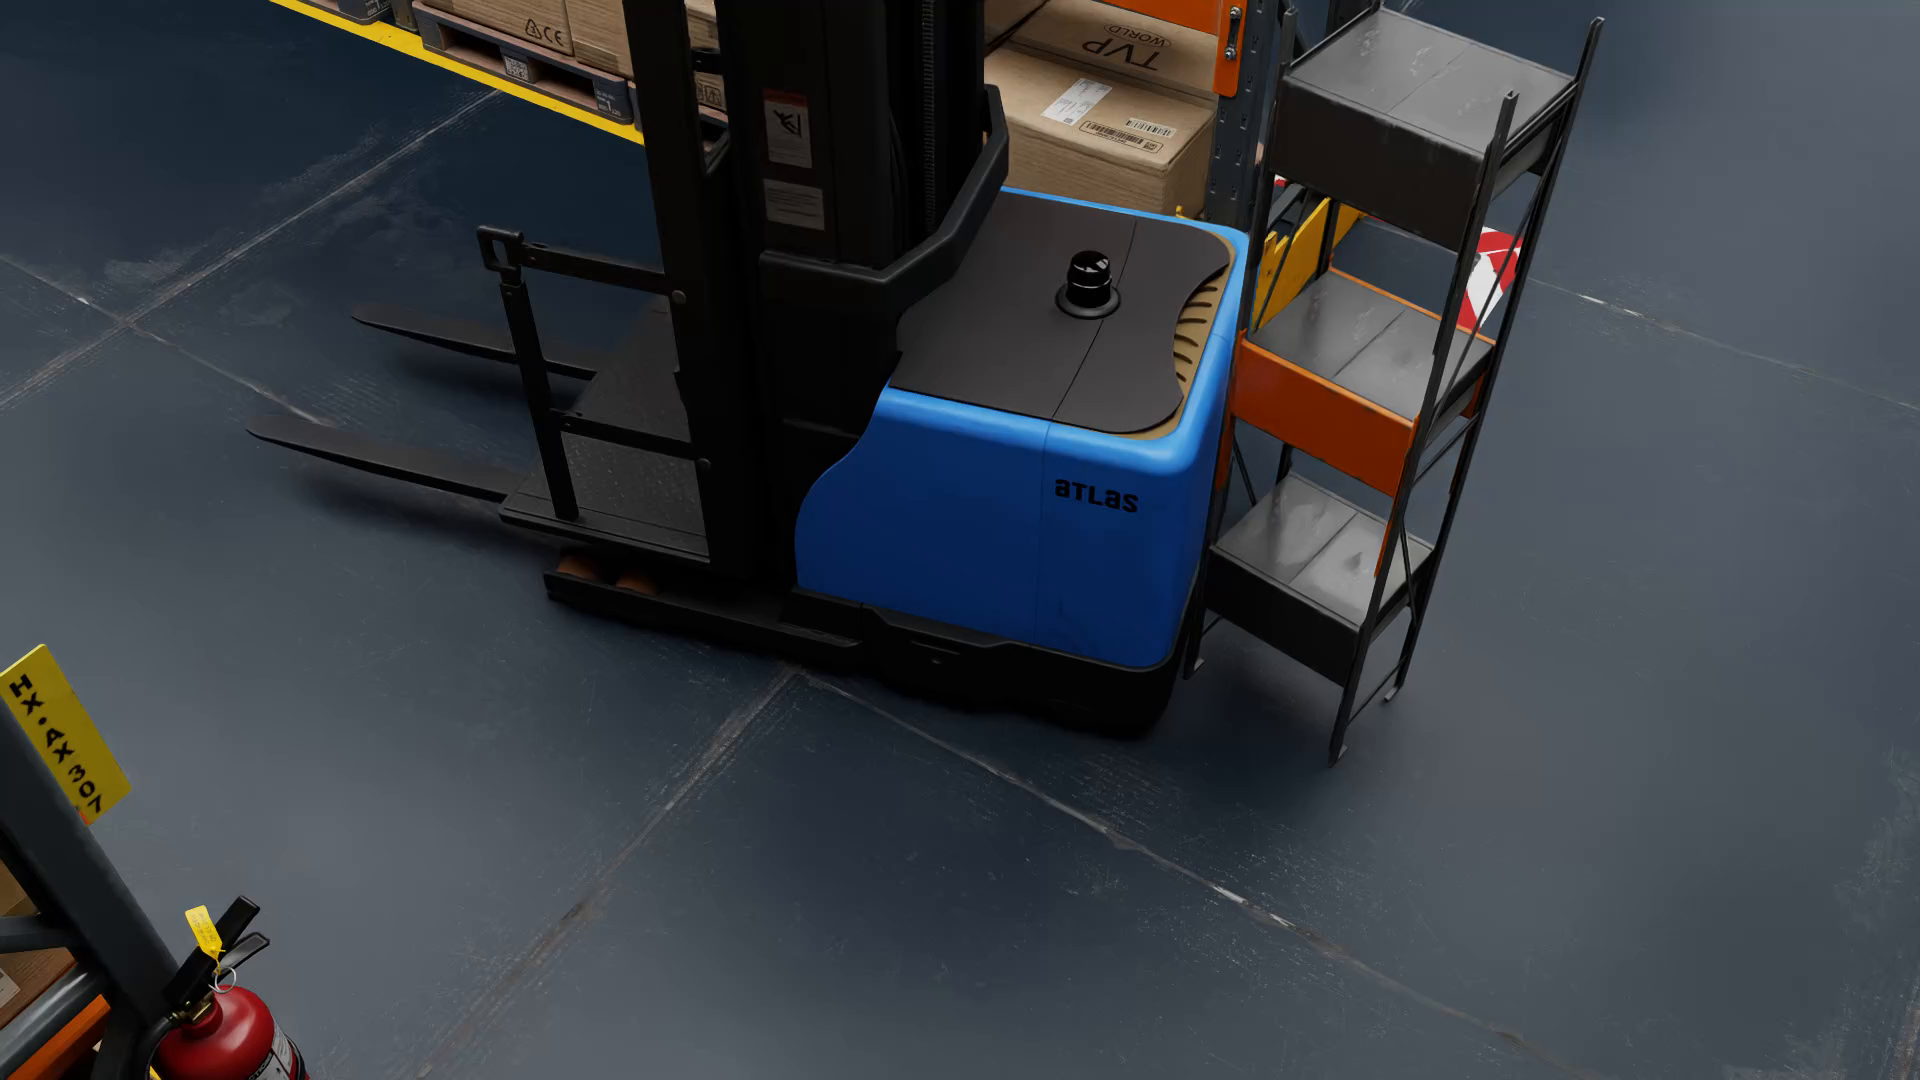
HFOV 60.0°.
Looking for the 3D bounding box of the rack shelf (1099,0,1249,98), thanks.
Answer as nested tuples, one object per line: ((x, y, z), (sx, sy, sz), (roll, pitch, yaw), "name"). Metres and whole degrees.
((-0.536, -2.613, 6.199), (4.000, 0.370, 1.077), (25, 51, 22), "rack shelf")

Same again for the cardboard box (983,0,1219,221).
((0.538, -1.538, 6.146), (0.875, 0.438, 0.875), (23, 50, 21), "cardboard box")

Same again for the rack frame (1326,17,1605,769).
((1.158, -0.208, 3.987), (0.015, 2.100, 0.400), (31, 53, 27), "rack frame")

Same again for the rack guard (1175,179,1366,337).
((1.167, -1.209, 6.076), (0.348, 0.500, 1.175), (25, 51, 22), "rack guard")

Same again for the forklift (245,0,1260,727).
((-0.732, -1.119, 4.293), (3.031, 2.935, 1.130), (13, 47, 12), "forklift")

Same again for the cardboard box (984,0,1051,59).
((-0.237, -1.887, 6.486), (0.875, 0.438, 0.875), (26, 51, 23), "cardboard box")

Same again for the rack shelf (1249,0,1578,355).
((0.974, -0.801, 3.606), (0.480, 0.518, 0.431), (31, 53, 27), "rack shelf")

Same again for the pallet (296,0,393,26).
((-2.910, -2.919, 7.939), (1.213, 0.211, 1.003), (25, 51, 22), "pallet")

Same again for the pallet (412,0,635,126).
((-1.622, -2.324, 7.361), (1.213, 0.211, 1.003), (25, 51, 22), "pallet")

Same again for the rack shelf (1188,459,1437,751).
((0.971, 0.177, 4.608), (0.480, 0.518, 0.431), (31, 53, 27), "rack shelf")

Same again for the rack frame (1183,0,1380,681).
((0.787, -0.435, 4.208), (0.015, 2.100, 0.400), (31, 53, 27), "rack frame")

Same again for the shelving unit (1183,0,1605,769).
((0.973, -0.322, 4.098), (0.503, 2.100, 0.431), (31, 53, 27), "shelving unit")

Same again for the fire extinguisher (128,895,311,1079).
((-1.156, 0.844, 2.652), (0.183, 0.674, 0.296), (25, 51, 22), "fire extinguisher")

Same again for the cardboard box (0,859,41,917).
((-1.766, 0.519, 2.551), (0.500, 0.250, 0.500), (25, 51, 22), "cardboard box")

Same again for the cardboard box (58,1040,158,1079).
((-1.993, 1.339, 3.306), (0.637, 0.503, 0.797), (23, 50, 21), "cardboard box")

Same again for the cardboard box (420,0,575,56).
((-1.749, -2.583, 7.162), (0.875, 0.438, 0.875), (24, 50, 22), "cardboard box")

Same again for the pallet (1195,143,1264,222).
((0.432, -1.379, 6.443), (1.213, 0.211, 1.003), (25, 51, 22), "pallet")

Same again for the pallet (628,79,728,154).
((-0.591, -1.852, 6.903), (1.213, 0.211, 1.003), (25, 51, 22), "pallet")

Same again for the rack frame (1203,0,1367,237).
((1.147, -2.089, 5.188), (0.127, 3.000, 1.000), (25, 51, 22), "rack frame")

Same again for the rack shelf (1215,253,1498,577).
((0.973, -0.312, 4.107), (0.480, 0.518, 0.431), (31, 53, 27), "rack shelf")

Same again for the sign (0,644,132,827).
((-1.237, 0.280, 2.283), (0.005, 0.325, 0.100), (25, 51, 22), "sign")

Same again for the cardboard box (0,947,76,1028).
((-1.658, 0.704, 2.650), (0.250, 0.149, 0.380), (24, 51, 22), "cardboard box")

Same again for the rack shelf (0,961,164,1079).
((-3.213, 0.385, 3.286), (4.000, 0.370, 1.077), (25, 51, 22), "rack shelf")

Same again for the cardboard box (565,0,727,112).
((-0.995, -2.237, 6.826), (0.875, 0.438, 0.875), (23, 50, 21), "cardboard box")

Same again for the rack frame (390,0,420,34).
((-2.220, -3.638, 6.693), (0.127, 3.000, 1.000), (25, 51, 22), "rack frame")
